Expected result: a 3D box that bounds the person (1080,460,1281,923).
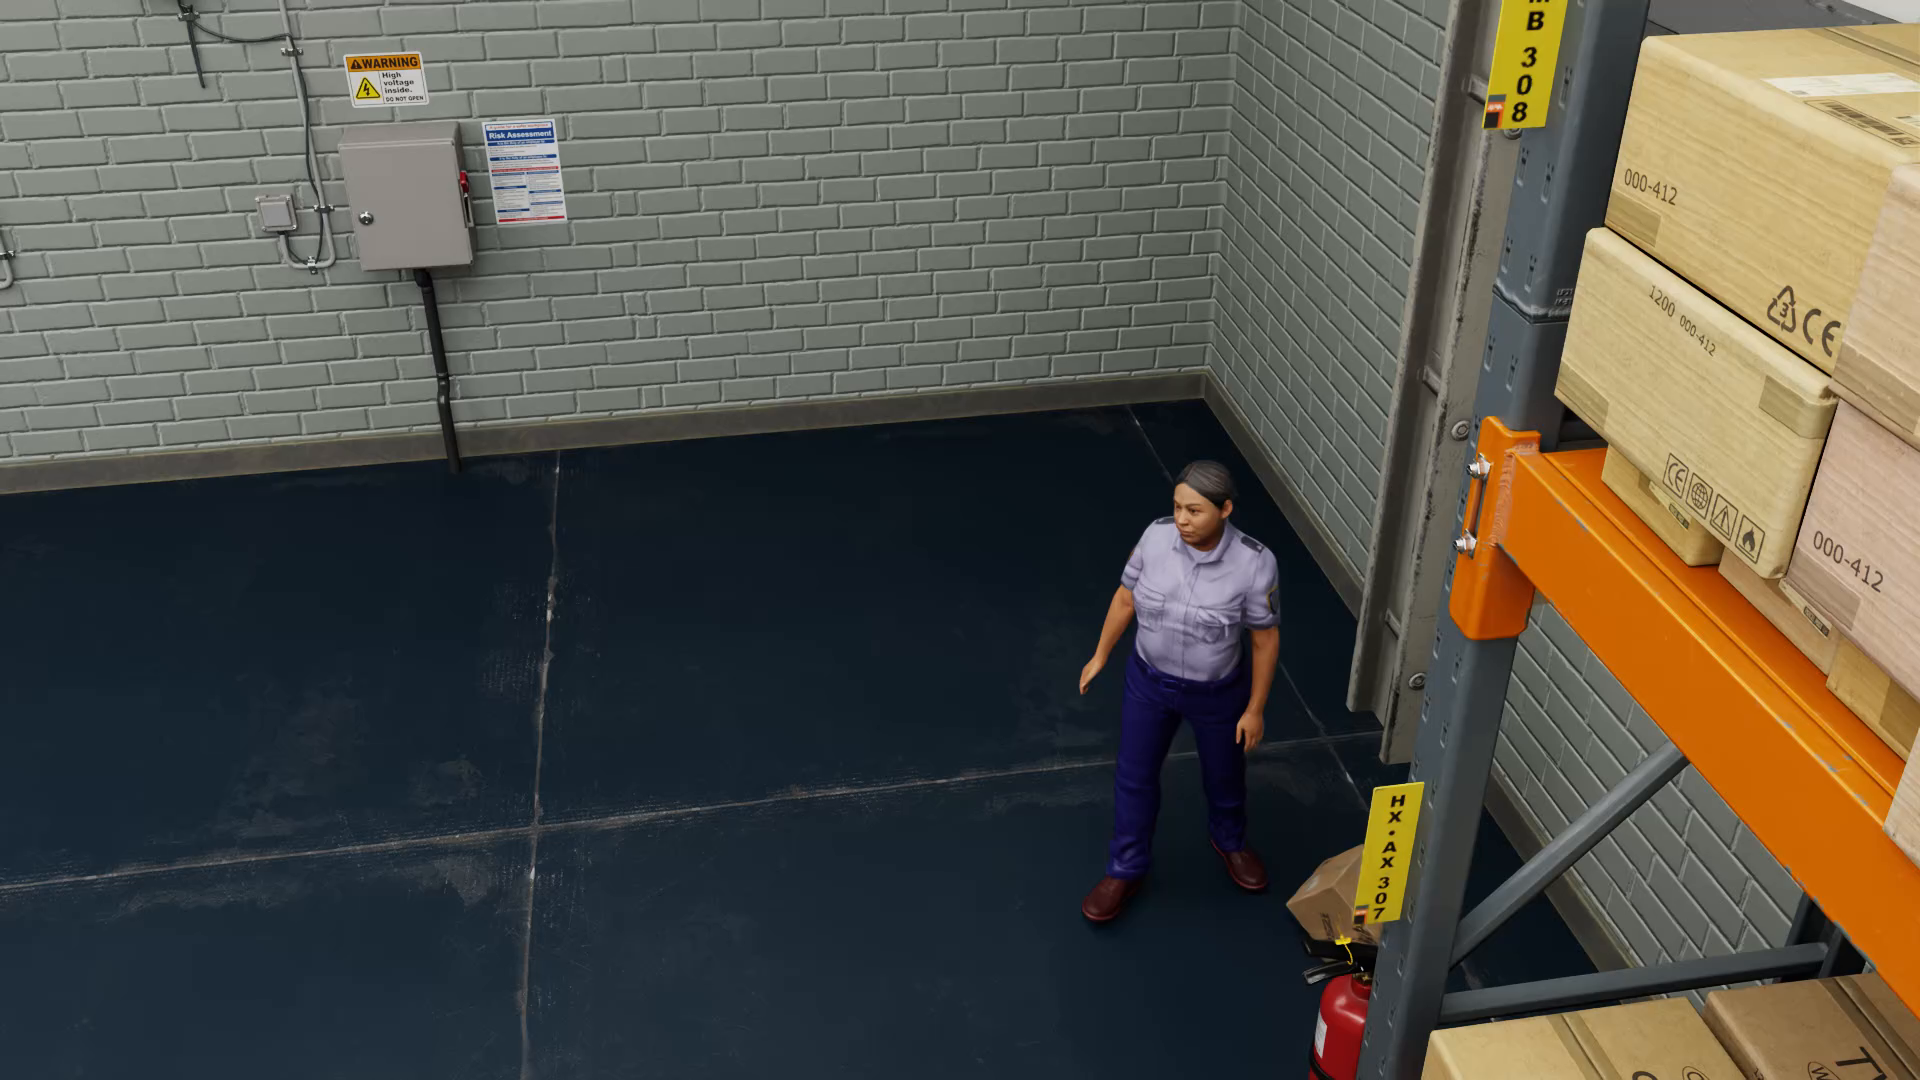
[{"bbox_3d":[0.700,0.485,5.326,0.670,1.623,0.613,13,33,21],"label":"person"}]
